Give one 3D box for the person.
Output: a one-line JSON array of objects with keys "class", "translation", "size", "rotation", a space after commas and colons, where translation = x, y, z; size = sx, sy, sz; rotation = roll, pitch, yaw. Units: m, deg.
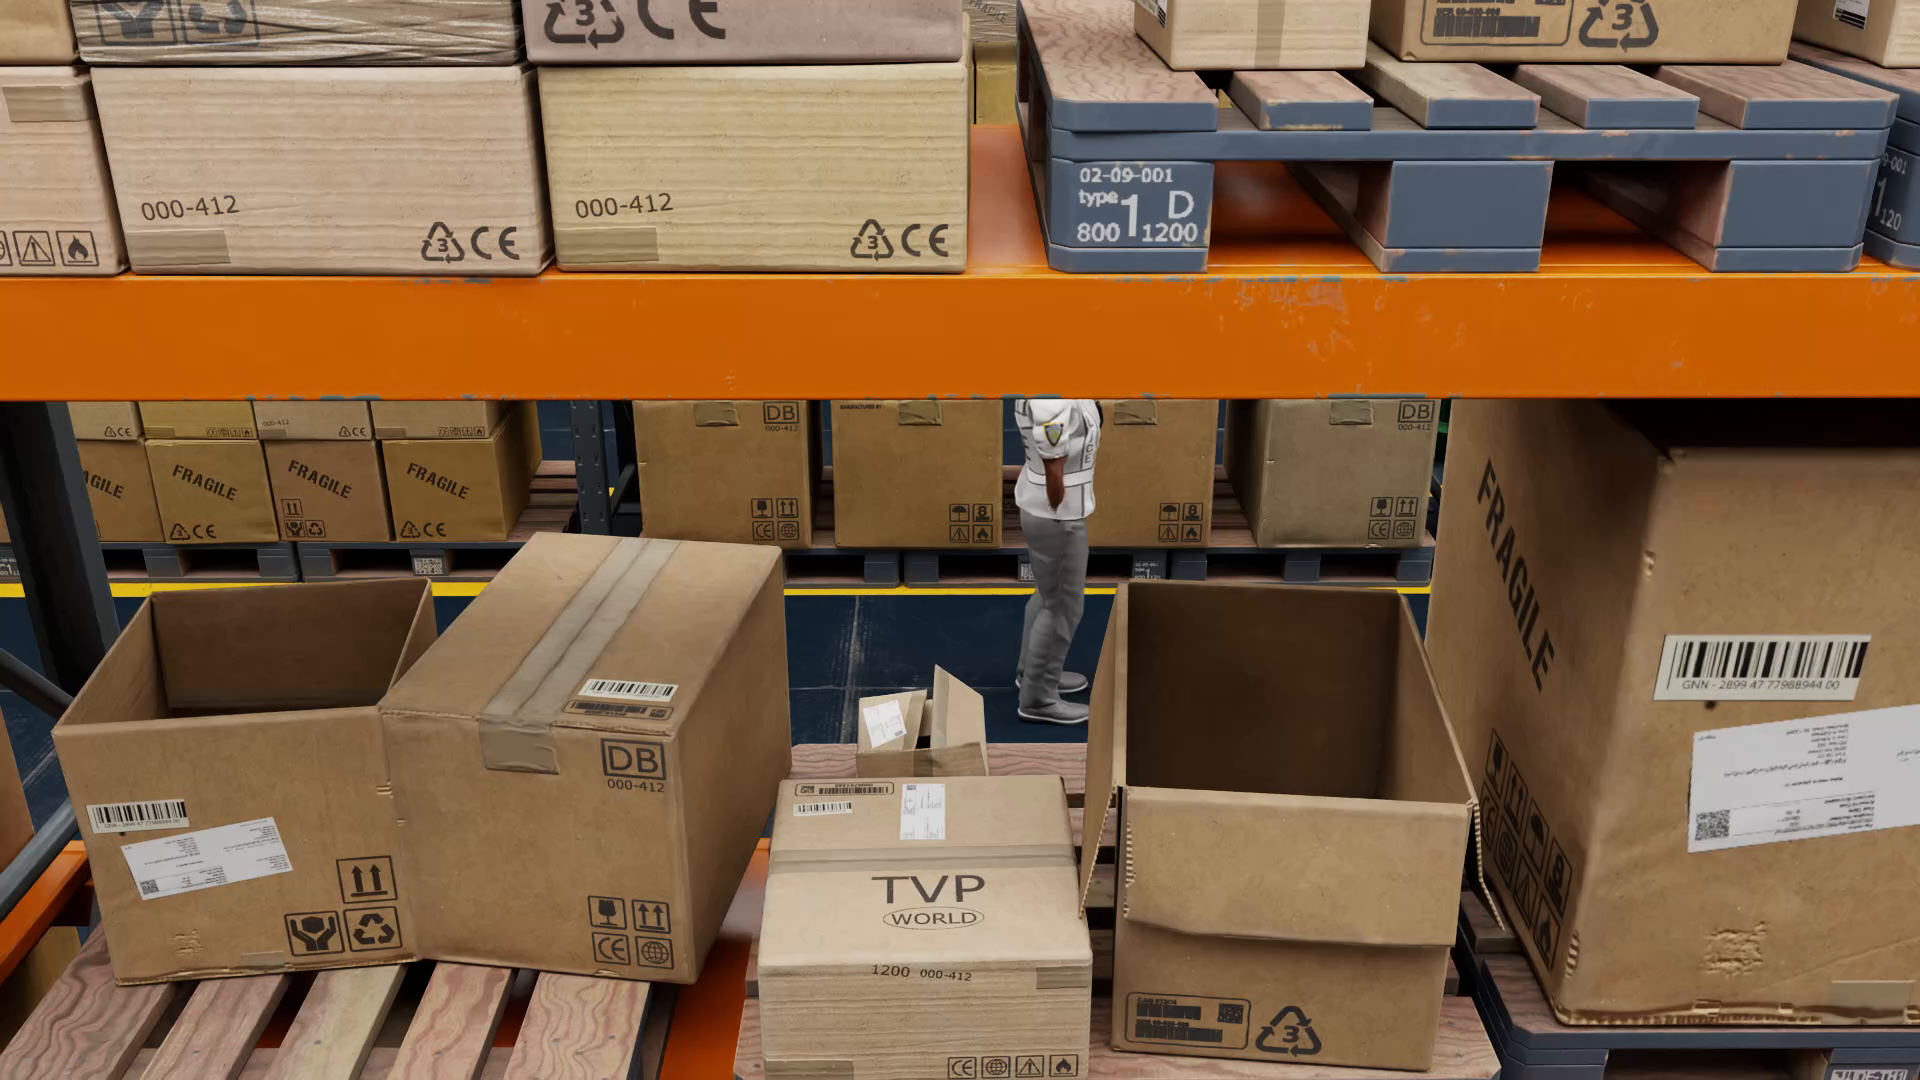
[{"class": "person", "translation": [0.373, -0.110, 6.360], "size": [0.341, 1.659, 0.439], "rotation": [0, 24, 0]}]
